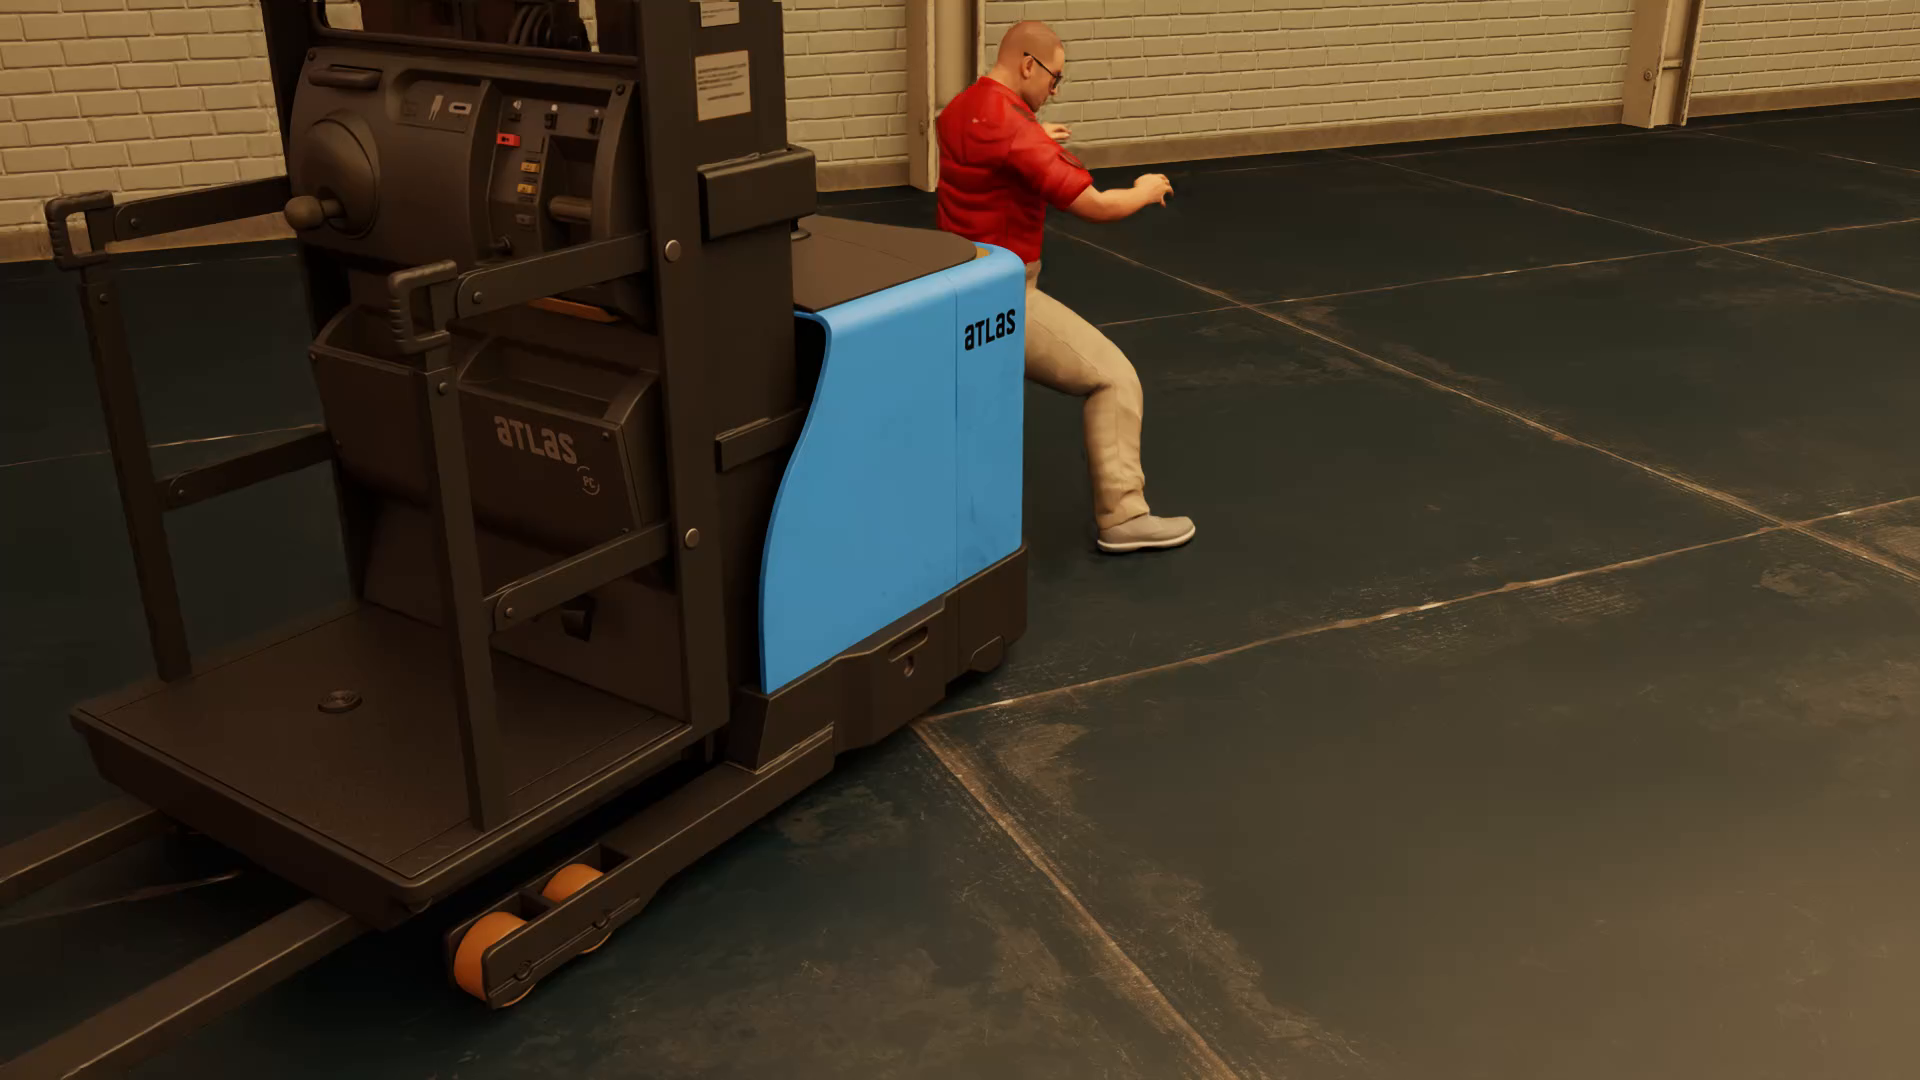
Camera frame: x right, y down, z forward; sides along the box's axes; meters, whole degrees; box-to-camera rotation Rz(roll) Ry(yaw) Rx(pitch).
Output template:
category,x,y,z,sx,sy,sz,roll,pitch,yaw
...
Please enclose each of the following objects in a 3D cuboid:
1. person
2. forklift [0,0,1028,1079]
category,x,y,z,sx,sy,sz,roll,pitch,yaw
person,0.264,-0.840,5.172,0.700,1.498,1.135,-9,24,-20
forklift,-1.086,-0.710,2.994,1.130,2.935,3.031,15,27,32
